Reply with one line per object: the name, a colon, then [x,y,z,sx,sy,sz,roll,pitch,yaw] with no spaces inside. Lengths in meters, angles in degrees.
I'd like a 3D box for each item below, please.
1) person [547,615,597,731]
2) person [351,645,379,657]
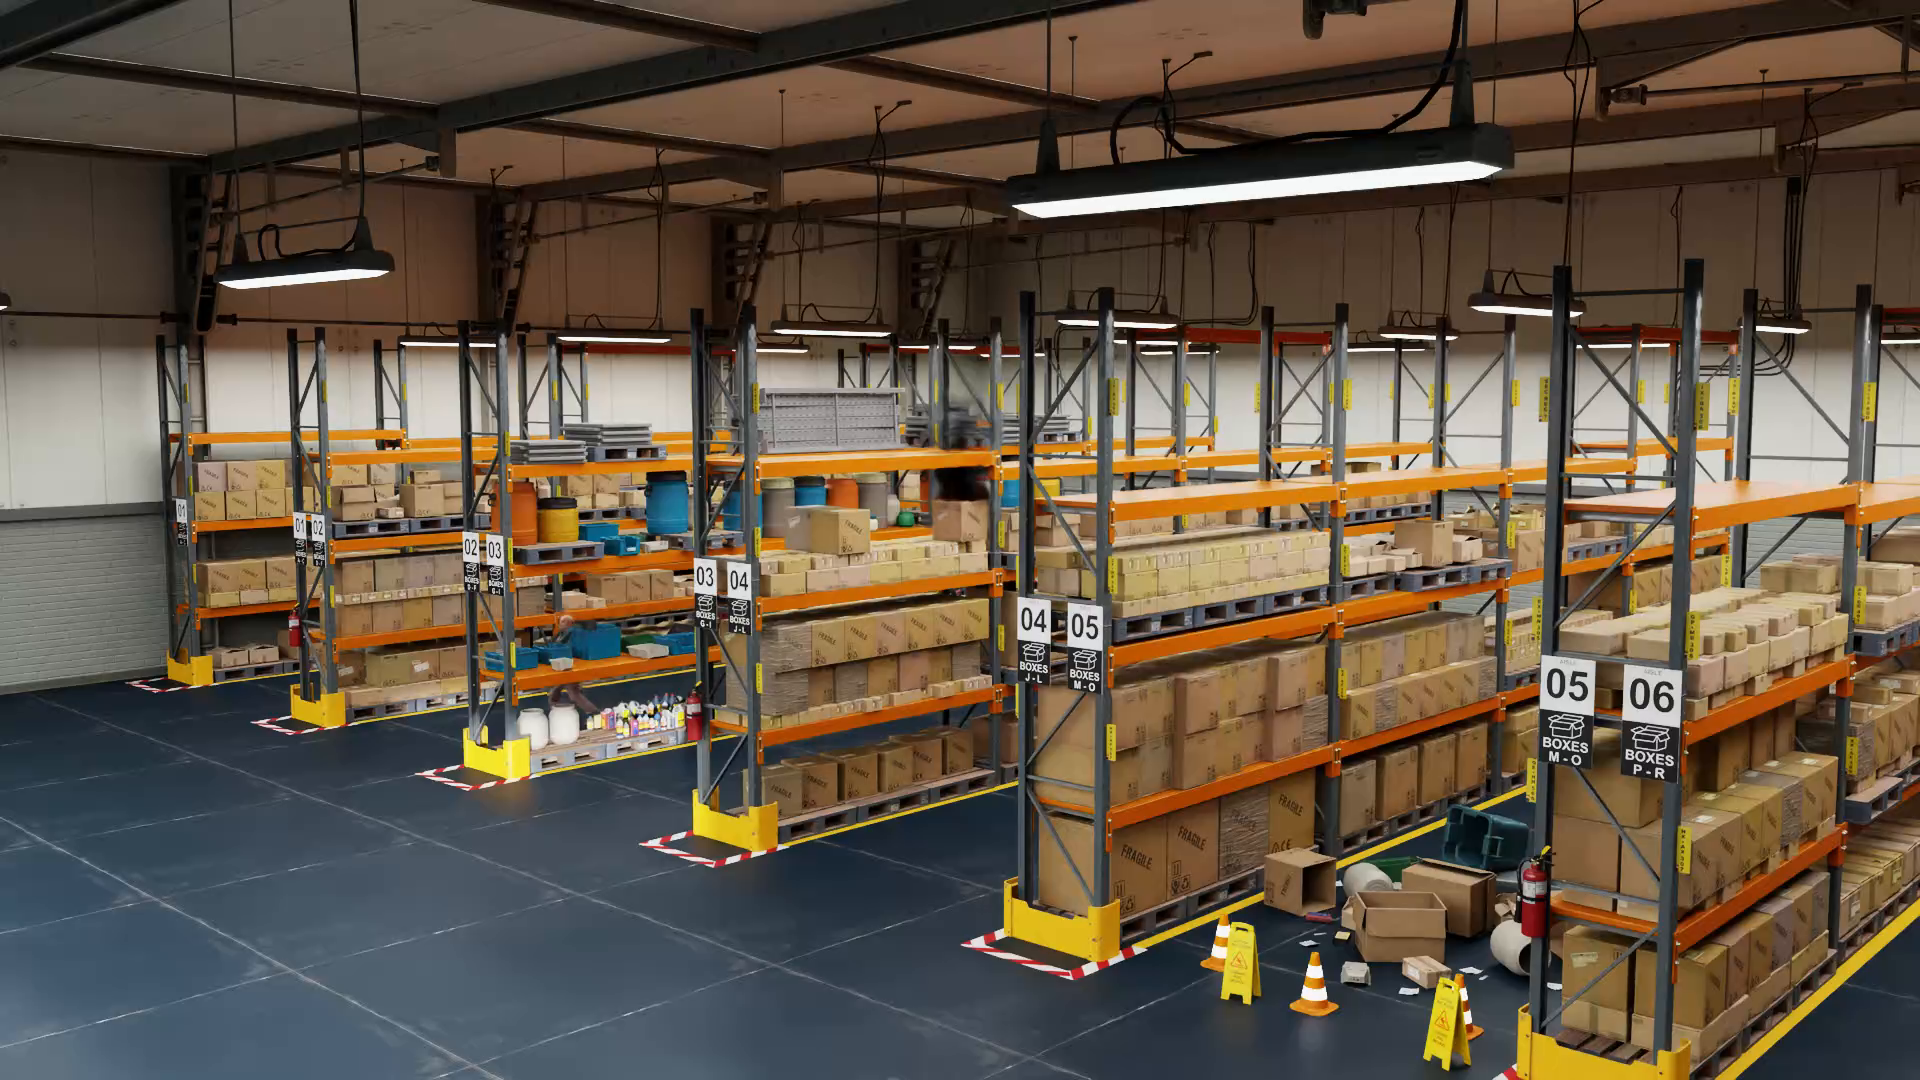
person: [-5.863,1.963,24.737,0.656,1.707,0.969,4,7,35]
person: [-9.878,1.668,27.595,0.662,1.768,0.953,4,6,34]
